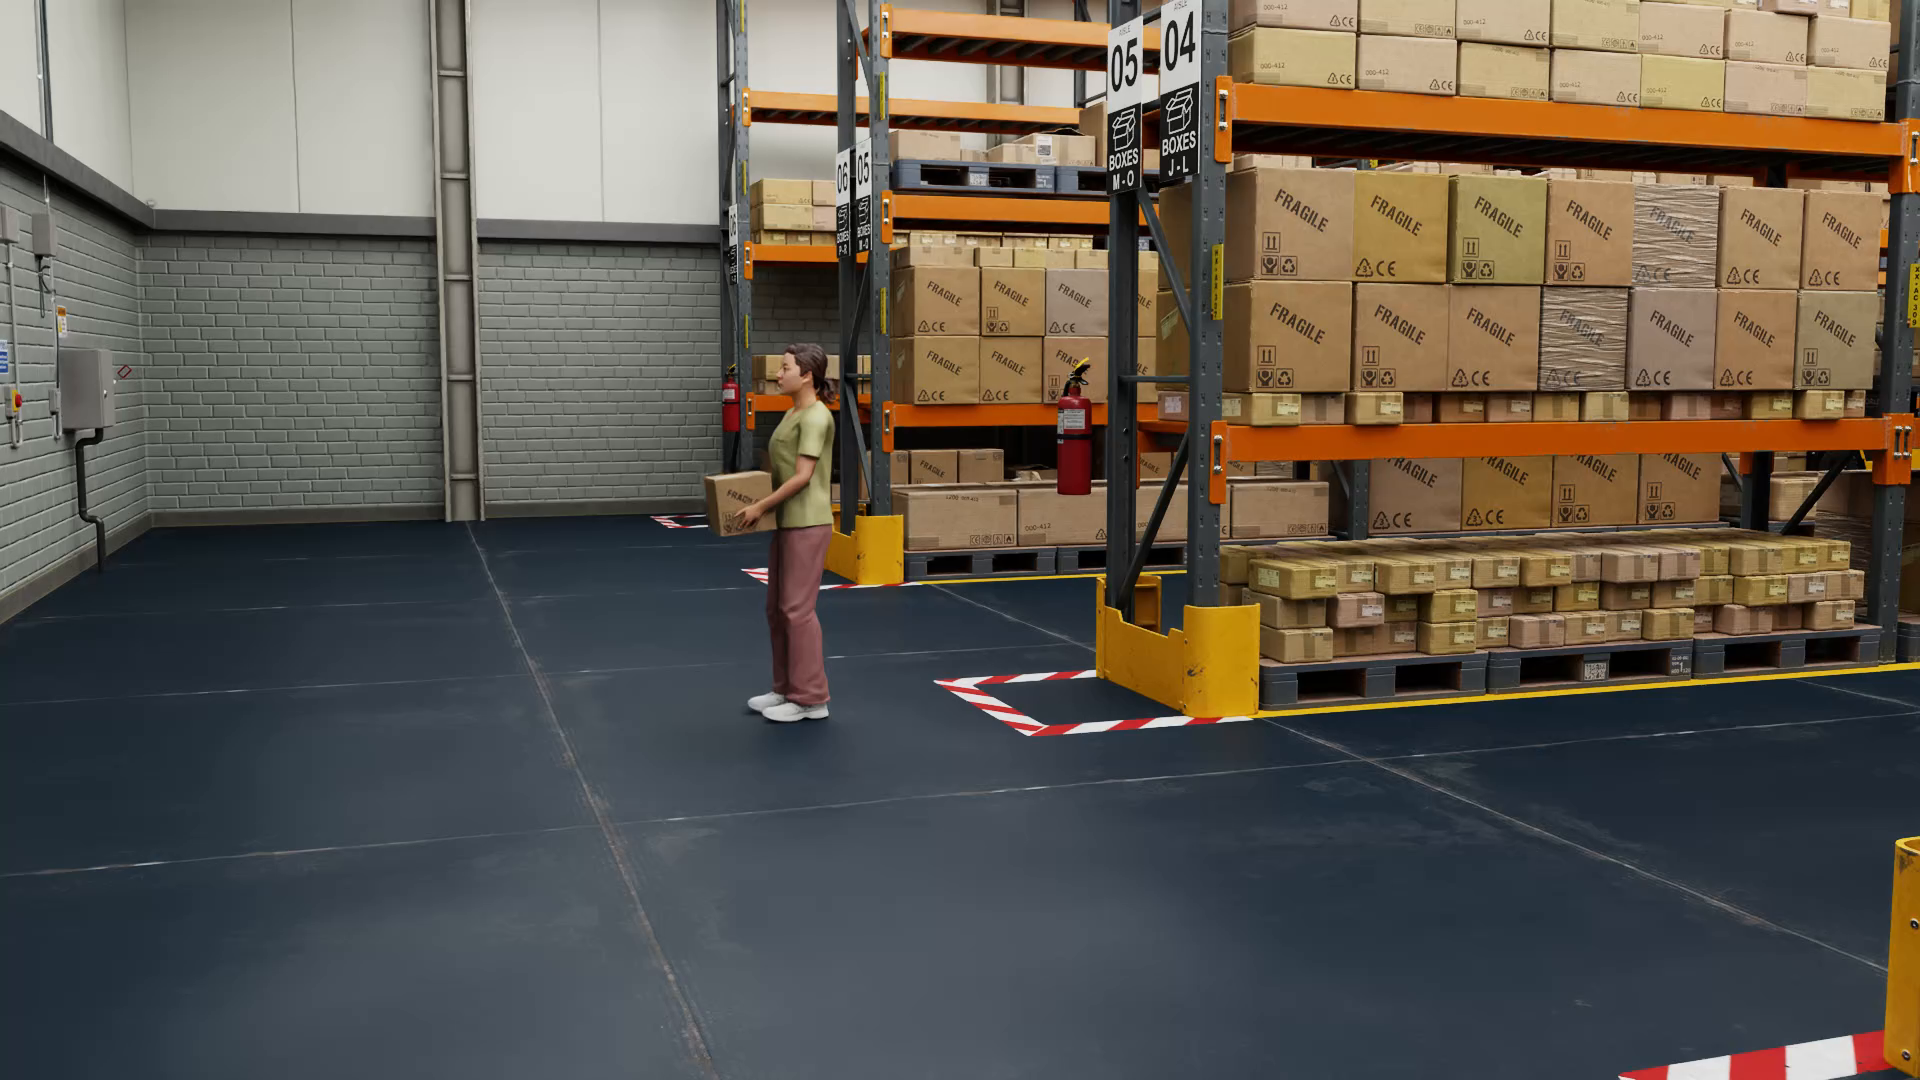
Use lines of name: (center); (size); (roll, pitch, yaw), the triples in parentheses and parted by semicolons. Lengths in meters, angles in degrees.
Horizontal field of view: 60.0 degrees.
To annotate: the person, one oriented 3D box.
person: (-0.781, -0.040, 7.419); (0.511, 1.673, 0.456); (-2, 6, -19)
